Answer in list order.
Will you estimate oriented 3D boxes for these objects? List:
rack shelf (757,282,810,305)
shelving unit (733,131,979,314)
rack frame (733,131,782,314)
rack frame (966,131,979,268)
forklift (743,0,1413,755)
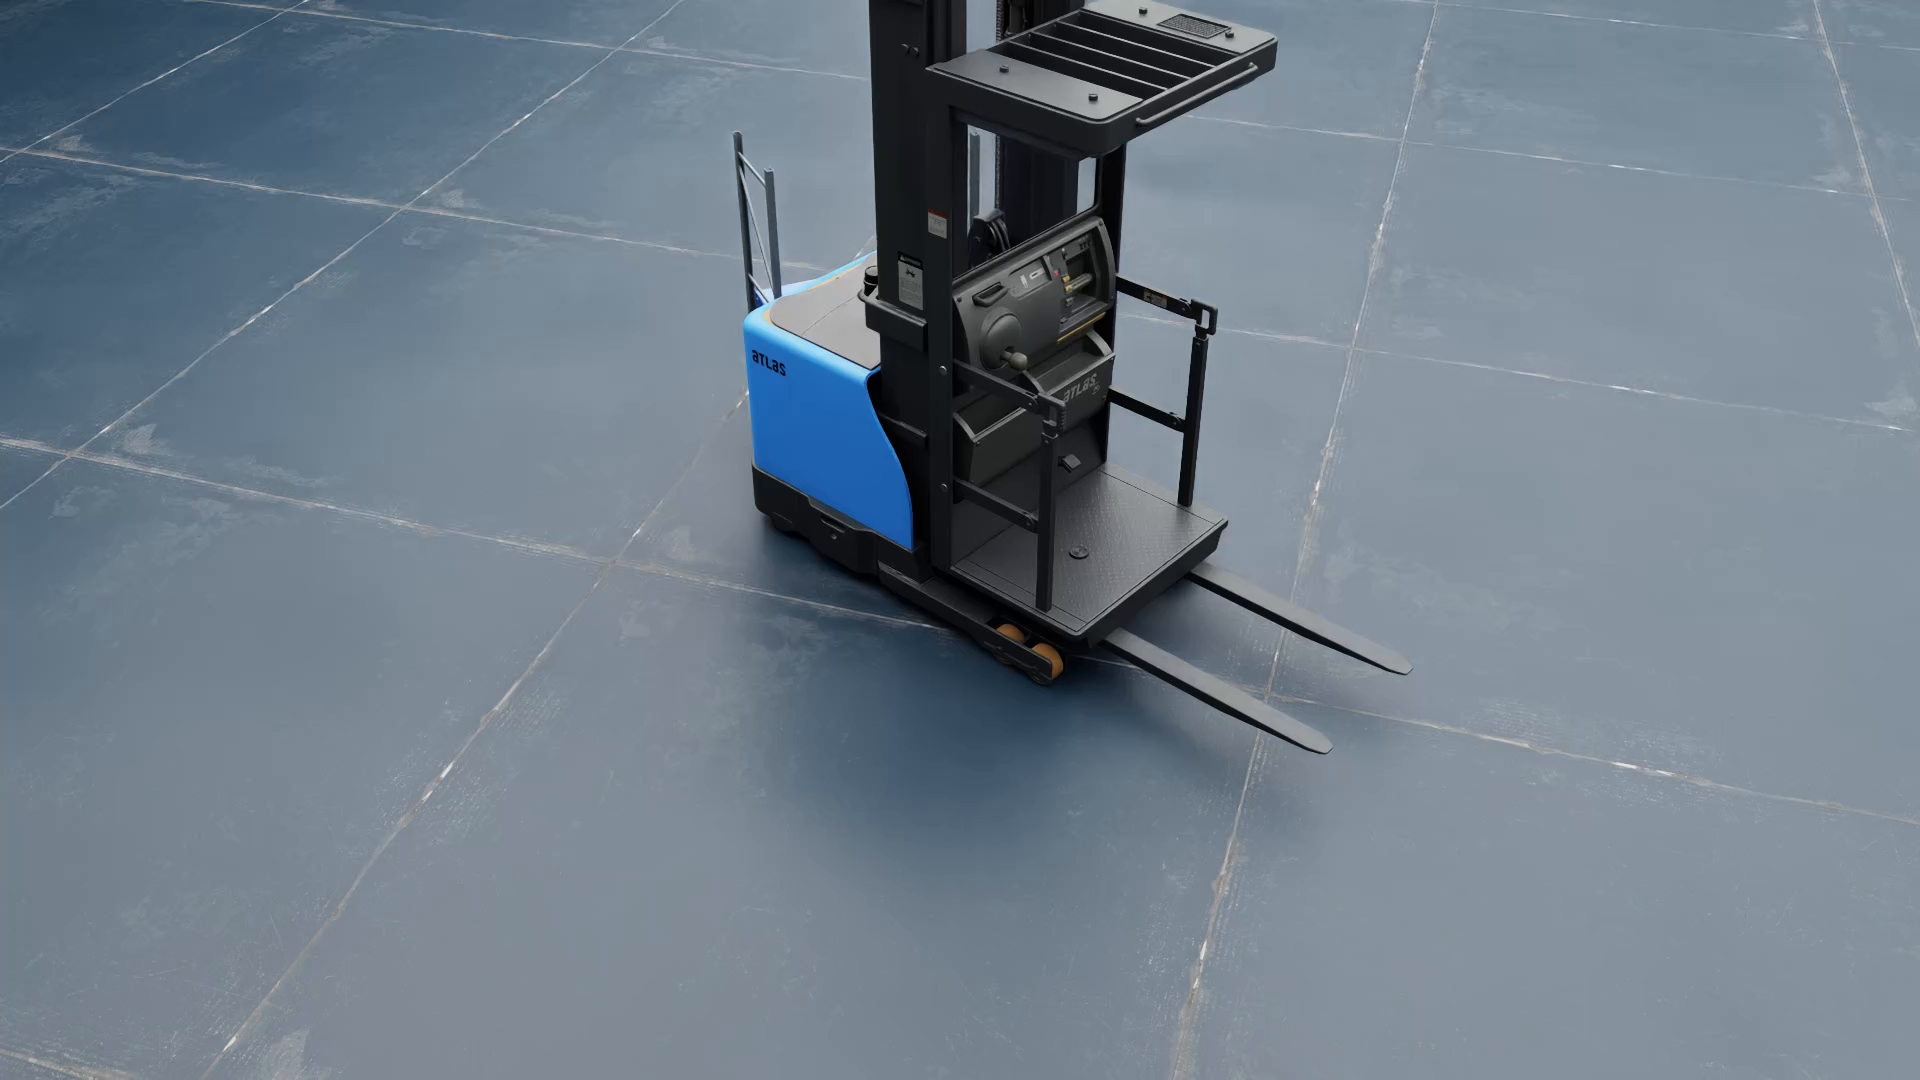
[{"bbox_3d":[-0.491,-1.205,8.344,0.952,0.062,0.459,-15,39,-19],"label":"rack shelf"},{"bbox_3d":[-0.491,-1.311,8.266,1.048,1.500,0.500,-15,39,-19],"label":"shelving unit"},{"bbox_3d":[-0.955,-1.188,8.098,0.032,1.500,0.500,-15,39,-19],"label":"rack frame"},{"bbox_3d":[-0.027,-1.434,8.433,0.032,1.500,0.500,-15,39,-19],"label":"rack frame"},{"bbox_3d":[0.468,-0.935,6.548,3.031,2.935,1.130,28,44,32],"label":"forklift"}]
